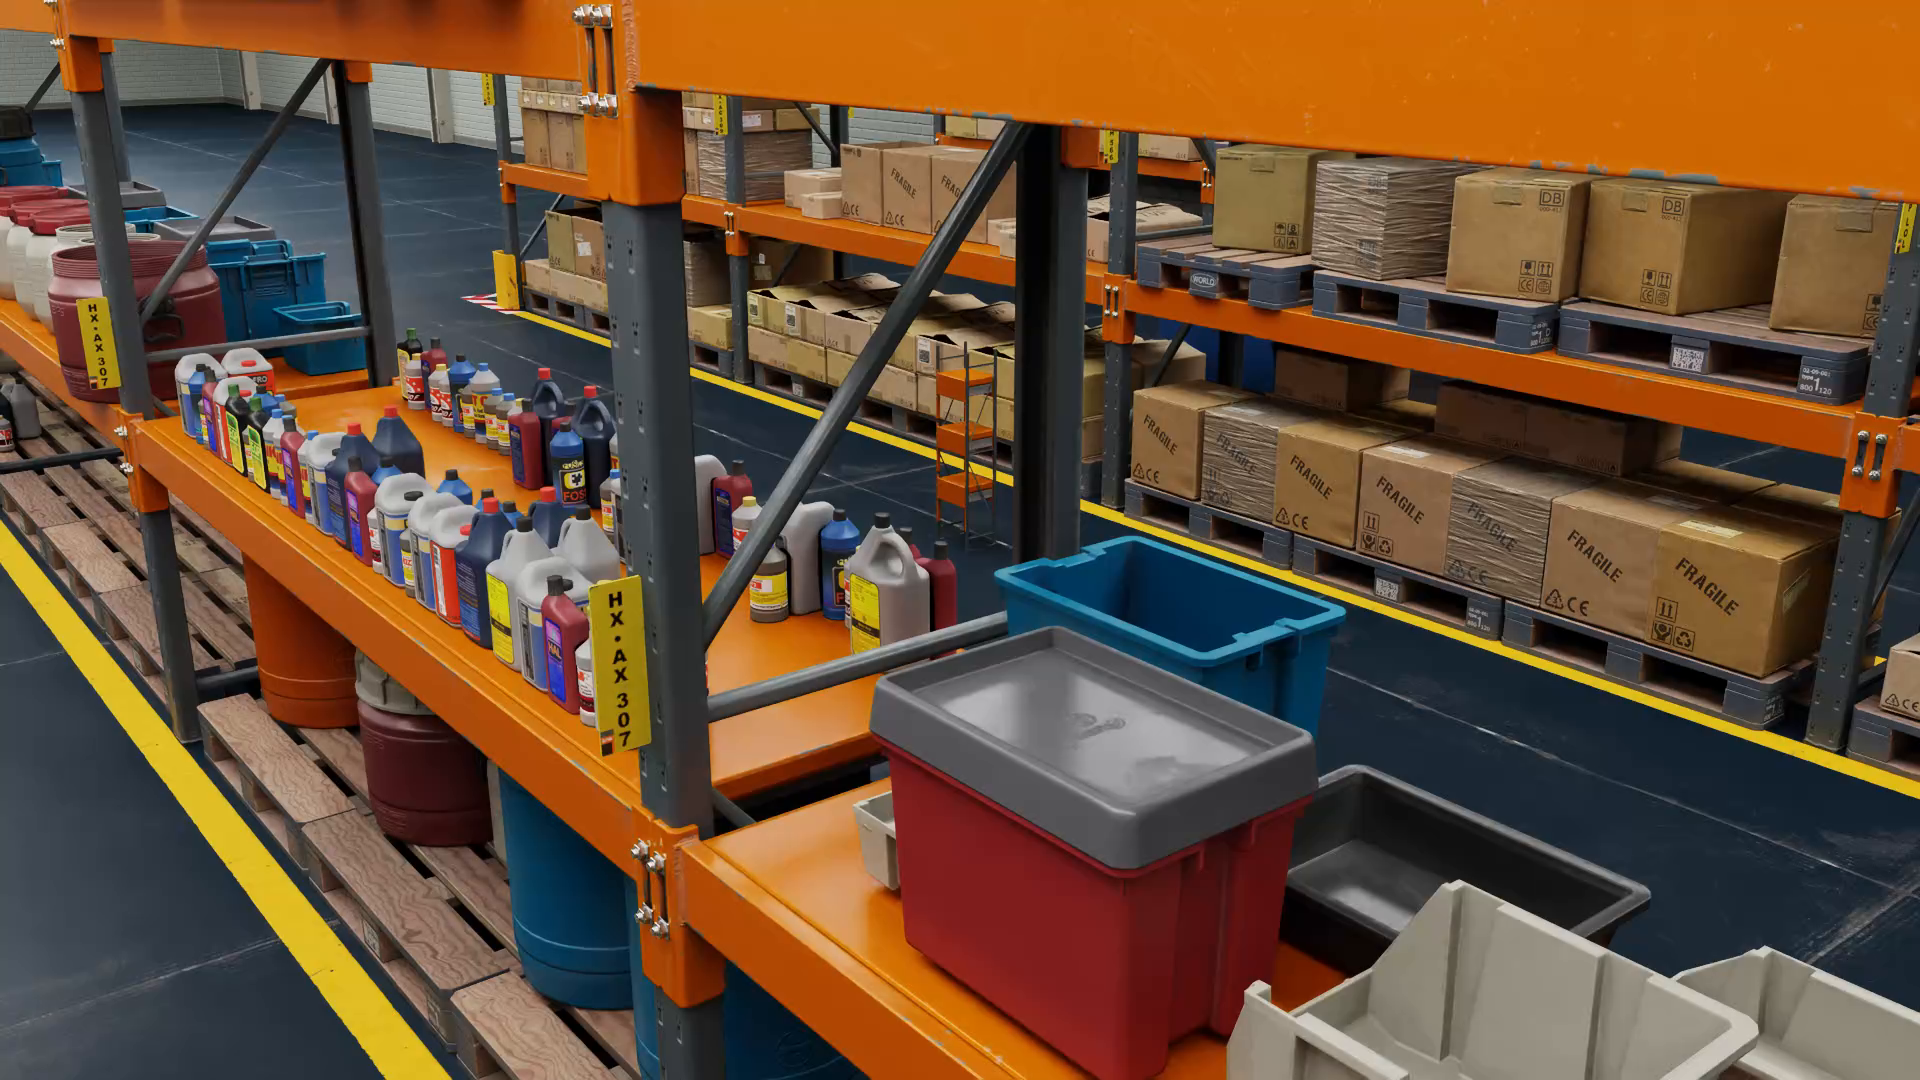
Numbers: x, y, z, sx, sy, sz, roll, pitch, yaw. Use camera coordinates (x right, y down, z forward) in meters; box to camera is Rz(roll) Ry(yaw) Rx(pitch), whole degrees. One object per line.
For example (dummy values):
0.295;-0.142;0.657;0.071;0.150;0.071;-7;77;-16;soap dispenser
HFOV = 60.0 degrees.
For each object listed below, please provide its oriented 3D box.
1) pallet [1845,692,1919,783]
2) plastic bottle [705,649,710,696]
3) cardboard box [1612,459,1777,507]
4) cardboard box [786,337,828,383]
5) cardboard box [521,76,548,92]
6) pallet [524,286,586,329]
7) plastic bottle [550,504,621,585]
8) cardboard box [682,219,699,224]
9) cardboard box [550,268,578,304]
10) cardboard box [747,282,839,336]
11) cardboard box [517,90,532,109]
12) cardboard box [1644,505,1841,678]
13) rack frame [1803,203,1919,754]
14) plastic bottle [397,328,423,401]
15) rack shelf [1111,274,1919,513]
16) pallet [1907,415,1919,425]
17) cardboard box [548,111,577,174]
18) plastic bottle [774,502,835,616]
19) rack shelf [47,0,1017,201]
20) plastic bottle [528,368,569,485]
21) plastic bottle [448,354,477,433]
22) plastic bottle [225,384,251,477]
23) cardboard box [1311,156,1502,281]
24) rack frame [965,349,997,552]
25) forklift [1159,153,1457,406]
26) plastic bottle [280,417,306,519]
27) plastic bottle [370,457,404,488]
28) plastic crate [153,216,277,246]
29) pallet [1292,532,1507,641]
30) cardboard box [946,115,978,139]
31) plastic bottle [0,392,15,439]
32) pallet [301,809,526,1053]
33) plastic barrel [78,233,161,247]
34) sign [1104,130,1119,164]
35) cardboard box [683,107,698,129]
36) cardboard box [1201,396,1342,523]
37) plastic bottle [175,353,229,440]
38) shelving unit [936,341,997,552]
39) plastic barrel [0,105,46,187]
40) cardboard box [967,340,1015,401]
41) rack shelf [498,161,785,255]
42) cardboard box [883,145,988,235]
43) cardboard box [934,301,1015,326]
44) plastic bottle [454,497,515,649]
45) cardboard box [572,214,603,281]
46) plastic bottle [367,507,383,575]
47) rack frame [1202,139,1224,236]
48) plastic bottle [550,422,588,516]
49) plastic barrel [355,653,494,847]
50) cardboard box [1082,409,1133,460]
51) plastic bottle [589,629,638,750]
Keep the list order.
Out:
4.138;0.778;6.177;1.003;0.211;1.213;-14;23;-36;pallet
-0.585;0.282;3.555;0.097;0.201;0.097;0;18;0;plastic bottle
3.263;-0.033;7.468;0.500;0.500;0.500;-14;23;-35;cardboard box
-0.883;-1.306;11.742;0.500;0.250;0.500;-13;23;-35;cardboard box
-3.426;-4.205;14.566;0.700;0.500;0.500;-14;23;-36;cardboard box
-3.231;-2.168;15.074;1.003;0.211;1.213;-14;23;-36;pallet
-0.887;0.083;3.917;0.144;0.351;0.185;-14;23;-36;plastic bottle
-2.231;-2.481;14.096;0.500;0.500;0.500;-14;23;-36;cardboard box
-3.267;-2.268;14.646;0.500;0.250;0.500;-14;23;-36;cardboard box
-1.194;-1.696;12.027;0.500;0.311;0.500;-14;23;-36;cardboard box
-3.664;-3.889;14.644;0.380;0.149;0.250;-14;23;-36;cardboard box
3.181;0.197;6.772;0.500;0.500;0.500;-14;23;-36;cardboard box
3.712;-0.715;6.250;1.000;3.000;0.127;-14;23;-36;rack frame
-2.071;-0.663;6.279;0.061;0.283;0.133;-14;23;-36;plastic bottle
2.470;-0.866;7.852;1.077;0.370;4.000;-14;23;-36;rack shelf
6.293;-0.835;11.049;1.003;0.211;1.213;-14;23;-36;pallet
-3.129;-3.474;14.422;0.700;0.500;0.500;-13;22;-35;cardboard box
-0.389;0.031;4.194;0.152;0.276;0.135;-14;23;-36;plastic bottle
-1.415;-1.325;4.463;1.077;0.370;4.000;-14;23;-36;rack shelf
-1.295;-0.366;5.275;0.144;0.351;0.185;-14;23;-36;plastic bottle
-1.750;-0.521;5.867;0.097;0.271;0.097;0;18;0;plastic bottle
-2.307;-0.354;5.345;0.061;0.283;0.133;-14;23;-36;plastic bottle
2.126;-1.552;7.950;0.700;0.500;0.500;-9;20;-26;cardboard box
0.109;-0.455;8.567;0.200;1.050;0.008;-14;23;-36;rack frame
2.684;-2.027;10.321;1.130;2.935;3.031;-15;23;-38;forklift
-1.960;-0.216;4.929;0.061;0.283;0.133;-14;23;-36;plastic bottle
-1.567;-0.095;4.582;0.097;0.271;0.097;0;18;0;plastic bottle
-3.420;-1.223;7.683;0.402;0.464;0.583;-14;23;-36;plastic crate
2.416;0.115;8.180;1.003;0.211;1.213;-14;23;-36;pallet
0.196;-4.396;17.573;0.500;0.250;0.500;-15;23;-38;cardboard box
-5.766;-0.774;9.943;0.144;0.351;0.185;-15;23;-38;plastic bottle
-1.381;1.075;5.279;1.003;0.211;1.213;-14;23;-36;pallet
-3.463;-1.000;6.932;0.421;0.512;0.421;0;18;0;plastic barrel
0.795;-2.141;8.715;0.100;0.325;0.005;-14;23;-36;sign
-1.908;-3.192;12.541;0.380;0.149;0.250;-15;23;-38;cardboard box
1.617;-0.427;8.657;0.500;0.500;0.500;-15;24;-38;cardboard box
-2.641;-0.506;5.817;0.152;0.276;0.135;-14;23;-36;plastic bottle
0.033;-0.485;8.658;0.215;1.050;0.252;-14;23;-36;shelving unit
-5.138;-1.804;8.742;0.600;0.901;0.708;-14;23;-36;plastic barrel
0.382;-1.069;10.132;0.500;0.311;0.500;-14;23;-37;cardboard box
-2.497;-2.838;13.805;1.077;0.370;4.000;-14;23;-36;rack shelf
-0.153;-2.288;10.842;0.500;0.500;0.500;-14;23;-36;cardboard box
0.166;-1.428;11.217;0.500;0.311;0.500;-14;23;-37;cardboard box
-1.115;0.066;3.970;0.144;0.351;0.185;-14;23;-36;plastic bottle
-2.948;-2.503;14.163;0.500;0.500;0.500;-14;23;-36;cardboard box
-1.532;-0.017;4.457;0.097;0.201;0.097;0;18;0;plastic bottle
2.626;-3.654;15.126;1.000;3.000;0.127;-14;23;-36;rack frame
-1.165;-0.216;4.947;0.097;0.271;0.097;0;18;0;plastic bottle
-1.638;0.606;5.429;0.600;0.588;0.708;-14;23;-36;plastic barrel
0.711;-0.677;9.841;0.500;0.250;0.500;-13;23;-35;cardboard box
-0.671;0.276;3.456;0.152;0.276;0.135;-14;23;-36;plastic bottle
